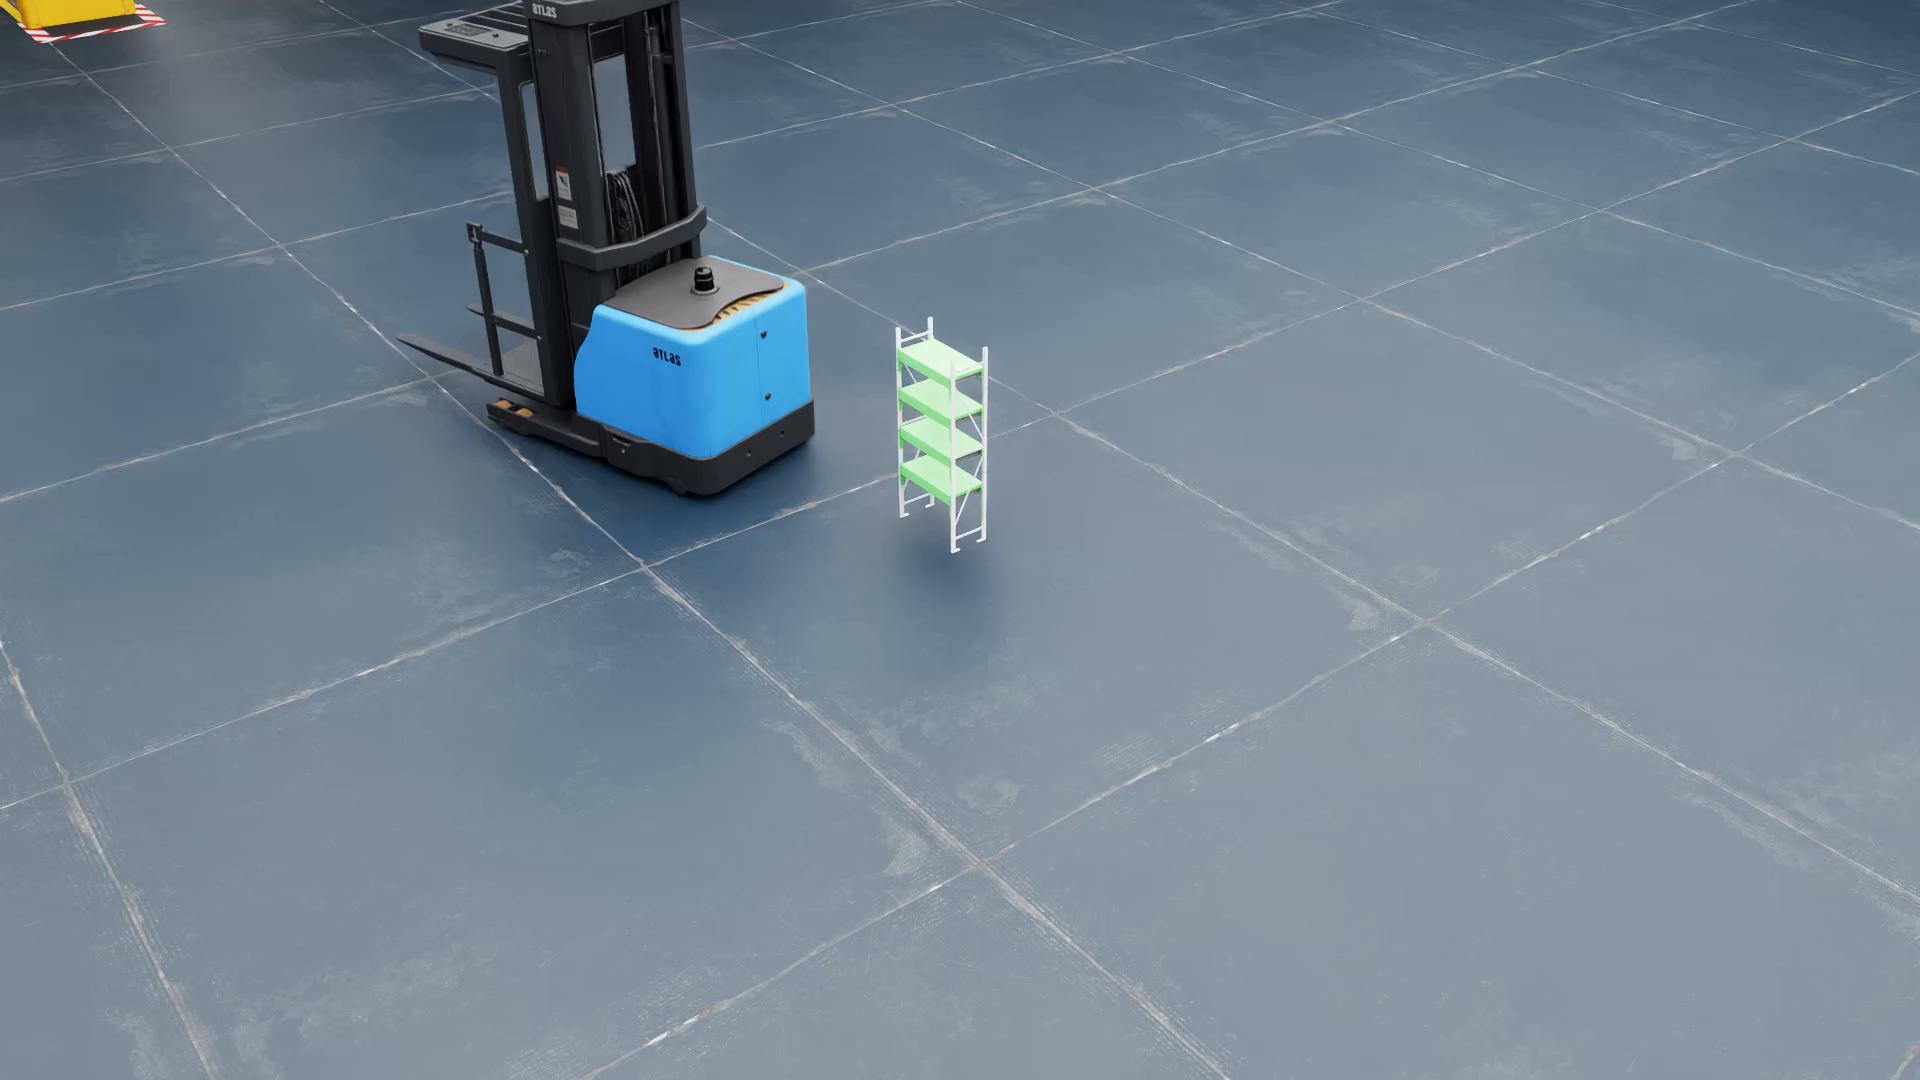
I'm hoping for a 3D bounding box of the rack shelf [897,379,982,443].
[{"bbox_3d":[-0.101,-0.728,9.178,0.258,0.148,0.480,-22,38,-31],"label":"rack shelf"}]

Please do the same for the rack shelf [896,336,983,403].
[{"bbox_3d":[-0.101,-0.932,9.052,0.258,0.148,0.480,-22,38,-31],"label":"rack shelf"}]

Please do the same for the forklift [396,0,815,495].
[{"bbox_3d":[-2.403,-2.115,10.104,3.031,2.935,1.130,21,37,30],"label":"forklift"}]

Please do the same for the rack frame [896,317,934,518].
[{"bbox_3d":[-0.251,-0.680,9.435,0.240,1.200,0.015,-22,38,-31],"label":"rack frame"}]

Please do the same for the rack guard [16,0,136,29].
[{"bbox_3d":[-10.136,-6.227,19.029,1.175,0.500,0.348,-22,38,-31],"label":"rack guard"}]

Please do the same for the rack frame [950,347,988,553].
[{"bbox_3d":[0.048,-0.477,9.108,0.240,1.200,0.015,-22,38,-31],"label":"rack frame"}]

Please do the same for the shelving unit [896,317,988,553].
[{"bbox_3d":[-0.101,-0.579,9.271,0.258,1.200,0.503,-22,38,-31],"label":"shelving unit"}]

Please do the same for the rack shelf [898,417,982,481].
[{"bbox_3d":[-0.101,-0.524,9.305,0.258,0.148,0.480,-22,38,-31],"label":"rack shelf"}]

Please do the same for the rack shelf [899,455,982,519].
[{"bbox_3d":[-0.102,-0.321,9.432,0.258,0.148,0.480,-22,38,-31],"label":"rack shelf"}]

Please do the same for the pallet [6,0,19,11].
[{"bbox_3d":[-10.630,-6.444,19.653,1.003,0.211,1.213,-22,38,-31],"label":"pallet"}]
